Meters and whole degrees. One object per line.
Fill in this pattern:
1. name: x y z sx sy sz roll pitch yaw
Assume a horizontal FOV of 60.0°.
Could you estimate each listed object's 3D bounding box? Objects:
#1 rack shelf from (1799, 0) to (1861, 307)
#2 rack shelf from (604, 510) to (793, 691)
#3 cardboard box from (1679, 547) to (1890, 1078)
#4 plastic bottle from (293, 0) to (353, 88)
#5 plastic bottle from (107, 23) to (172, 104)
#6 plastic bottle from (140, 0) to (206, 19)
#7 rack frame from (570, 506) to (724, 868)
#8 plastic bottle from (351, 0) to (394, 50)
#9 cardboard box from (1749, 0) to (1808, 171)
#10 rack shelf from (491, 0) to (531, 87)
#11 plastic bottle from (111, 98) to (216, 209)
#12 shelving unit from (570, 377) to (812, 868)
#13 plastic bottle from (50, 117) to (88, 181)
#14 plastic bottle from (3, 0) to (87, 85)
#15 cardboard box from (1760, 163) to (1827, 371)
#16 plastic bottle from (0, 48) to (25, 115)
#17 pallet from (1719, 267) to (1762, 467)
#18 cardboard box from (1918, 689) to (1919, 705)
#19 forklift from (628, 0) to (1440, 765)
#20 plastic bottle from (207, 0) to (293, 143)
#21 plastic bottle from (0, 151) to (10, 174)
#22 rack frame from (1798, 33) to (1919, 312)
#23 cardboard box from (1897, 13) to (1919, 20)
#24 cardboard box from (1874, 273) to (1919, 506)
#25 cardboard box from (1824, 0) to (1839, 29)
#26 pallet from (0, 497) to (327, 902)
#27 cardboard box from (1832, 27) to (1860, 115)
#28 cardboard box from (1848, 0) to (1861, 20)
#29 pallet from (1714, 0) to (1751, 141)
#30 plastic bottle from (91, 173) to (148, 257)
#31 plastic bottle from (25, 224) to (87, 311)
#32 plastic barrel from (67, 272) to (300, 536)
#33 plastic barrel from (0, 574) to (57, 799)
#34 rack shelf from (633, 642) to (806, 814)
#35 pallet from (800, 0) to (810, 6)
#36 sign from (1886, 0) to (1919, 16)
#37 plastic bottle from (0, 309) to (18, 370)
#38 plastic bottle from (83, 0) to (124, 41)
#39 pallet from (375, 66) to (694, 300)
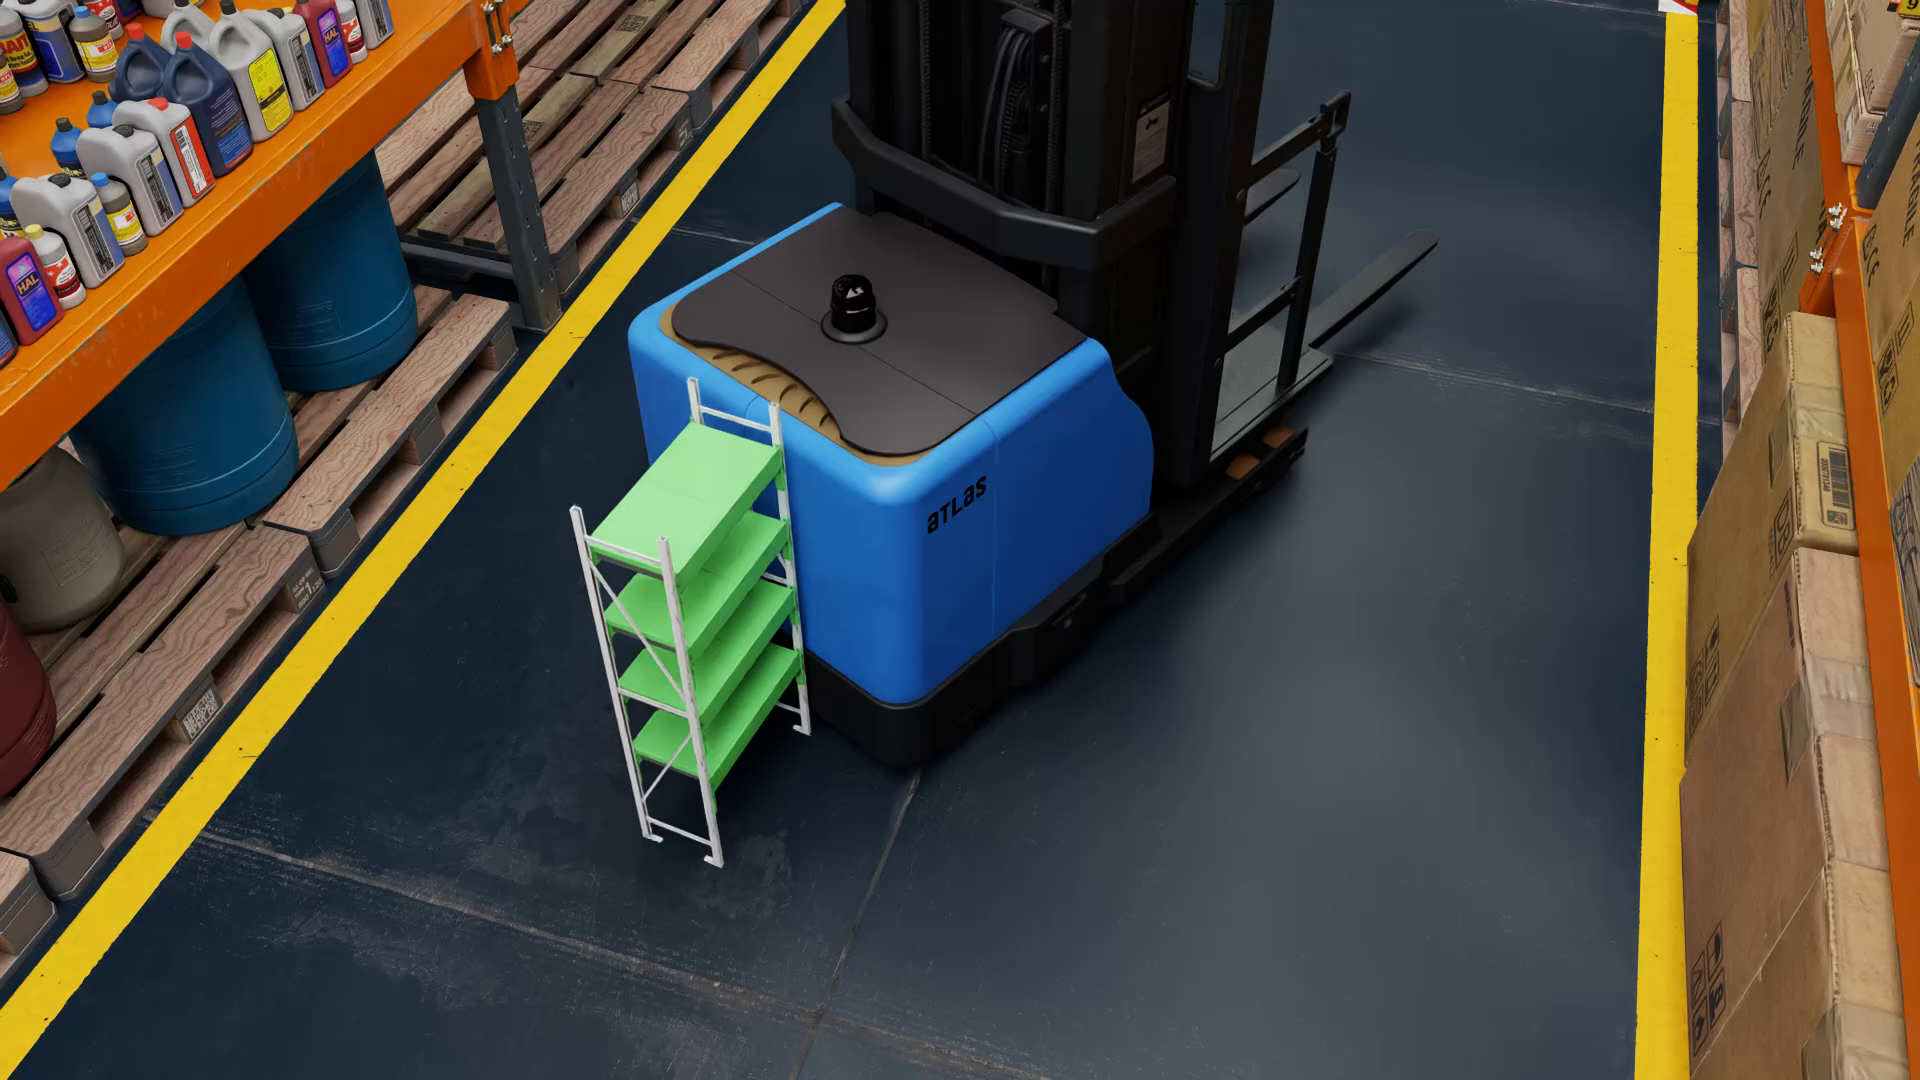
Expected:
1. rack shelf: 3.380 -1.984 5.647 1.077 0.370 4.000 13 46 13
2. rack shelf: -0.632 0.112 4.025 0.258 0.148 0.480 18 47 17
3. cardboard box: 2.330 0.728 3.580 1.225 0.875 0.875 11 45 11
4. plastic bottle: -1.784 -1.420 4.640 0.061 0.283 0.133 13 46 13
5. plastic bottle: -2.106 -1.165 4.331 0.144 0.351 0.185 13 46 13
6. plastic bottle: -2.374 -1.746 4.925 0.144 0.351 0.185 13 46 13
7. rack frame: -0.733 0.394 3.990 0.240 1.200 0.015 18 47 17
8. plastic bottle: -1.758 -1.581 4.810 0.152 0.276 0.135 13 46 13
9. cardboard box: 3.592 -1.915 6.281 0.875 0.875 0.875 13 46 13
10. rack shelf: -1.341 -3.033 6.719 1.077 0.370 4.000 13 46 13
11. plastic bottle: -2.021 -1.002 4.218 0.152 0.276 0.135 13 46 13
12. shelving unit: -0.632 0.238 4.149 0.258 1.200 0.503 18 47 17
13. plastic bottle: -2.186 -0.924 4.142 0.097 0.271 0.097 0 44 0
14. plastic bottle: -2.560 -1.441 4.666 0.152 0.276 0.135 13 46 13
15. cardboard box: 3.050 -0.722 5.062 0.875 0.875 0.875 13 46 13
16. plastic bottle: -2.651 -1.278 4.553 0.097 0.201 0.097 0 44 0
17. pallet: 3.079 -0.401 5.509 1.003 0.211 1.213 13 46 13
18. cardboard box: 1.942 0.324 2.702 0.500 0.500 0.500 13 46 13
19. forklift: 0.485 -1.381 4.565 1.130 2.935 3.031 33 53 29
20. plastic bottle: -1.913 -1.257 4.425 0.144 0.351 0.185 13 46 13
21. plastic bottle: -2.585 -1.035 4.252 0.152 0.276 0.135 13 46 13
22. rack frame: 2.774 -0.908 4.033 1.000 3.000 0.127 13 46 13
23. cardboard box: 2.658 -1.592 4.090 0.500 0.500 0.500 14 46 14
24. cardboard box: 2.245 -0.355 3.396 0.500 0.500 0.500 13 46 13
25. cardboard box: 2.788 -1.605 4.925 0.380 0.149 0.250 13 46 13
26. pallet: -2.587 0.361 4.730 1.003 0.211 1.213 13 46 13
27. cardboard box: 2.632 -1.263 4.575 0.380 0.149 0.250 13 46 13
28. cardboard box: 2.812 -1.656 4.692 0.500 0.250 0.500 14 46 14
29. pallet: 3.818 -2.028 7.171 1.003 0.211 1.213 13 46 13
30. plastic bottle: -2.071 -0.802 4.067 0.097 0.201 0.097 0 44 0
31. plastic bottle: -2.141 -0.648 3.909 0.097 0.201 0.097 0 44 0
32. plastic barrel: -2.342 -0.526 4.843 0.600 0.901 0.708 13 46 13
33. plastic barrel: -2.684 0.339 4.183 0.600 0.588 0.708 13 46 13
34. rack shelf: -0.632 0.455 4.361 0.258 0.148 0.480 18 47 17
35. pallet: -1.022 -3.085 8.252 1.003 0.211 1.213 13 46 13
36. sign: 2.245 -1.362 3.822 0.100 0.325 0.005 13 46 13
37. plastic bottle: -2.246 -0.523 3.675 0.144 0.351 0.185 13 46 13
38. plastic bottle: -2.522 -1.562 4.844 0.097 0.201 0.097 0 44 0
39. pallet: -1.761 -1.459 6.590 1.003 0.211 1.213 13 46 13
